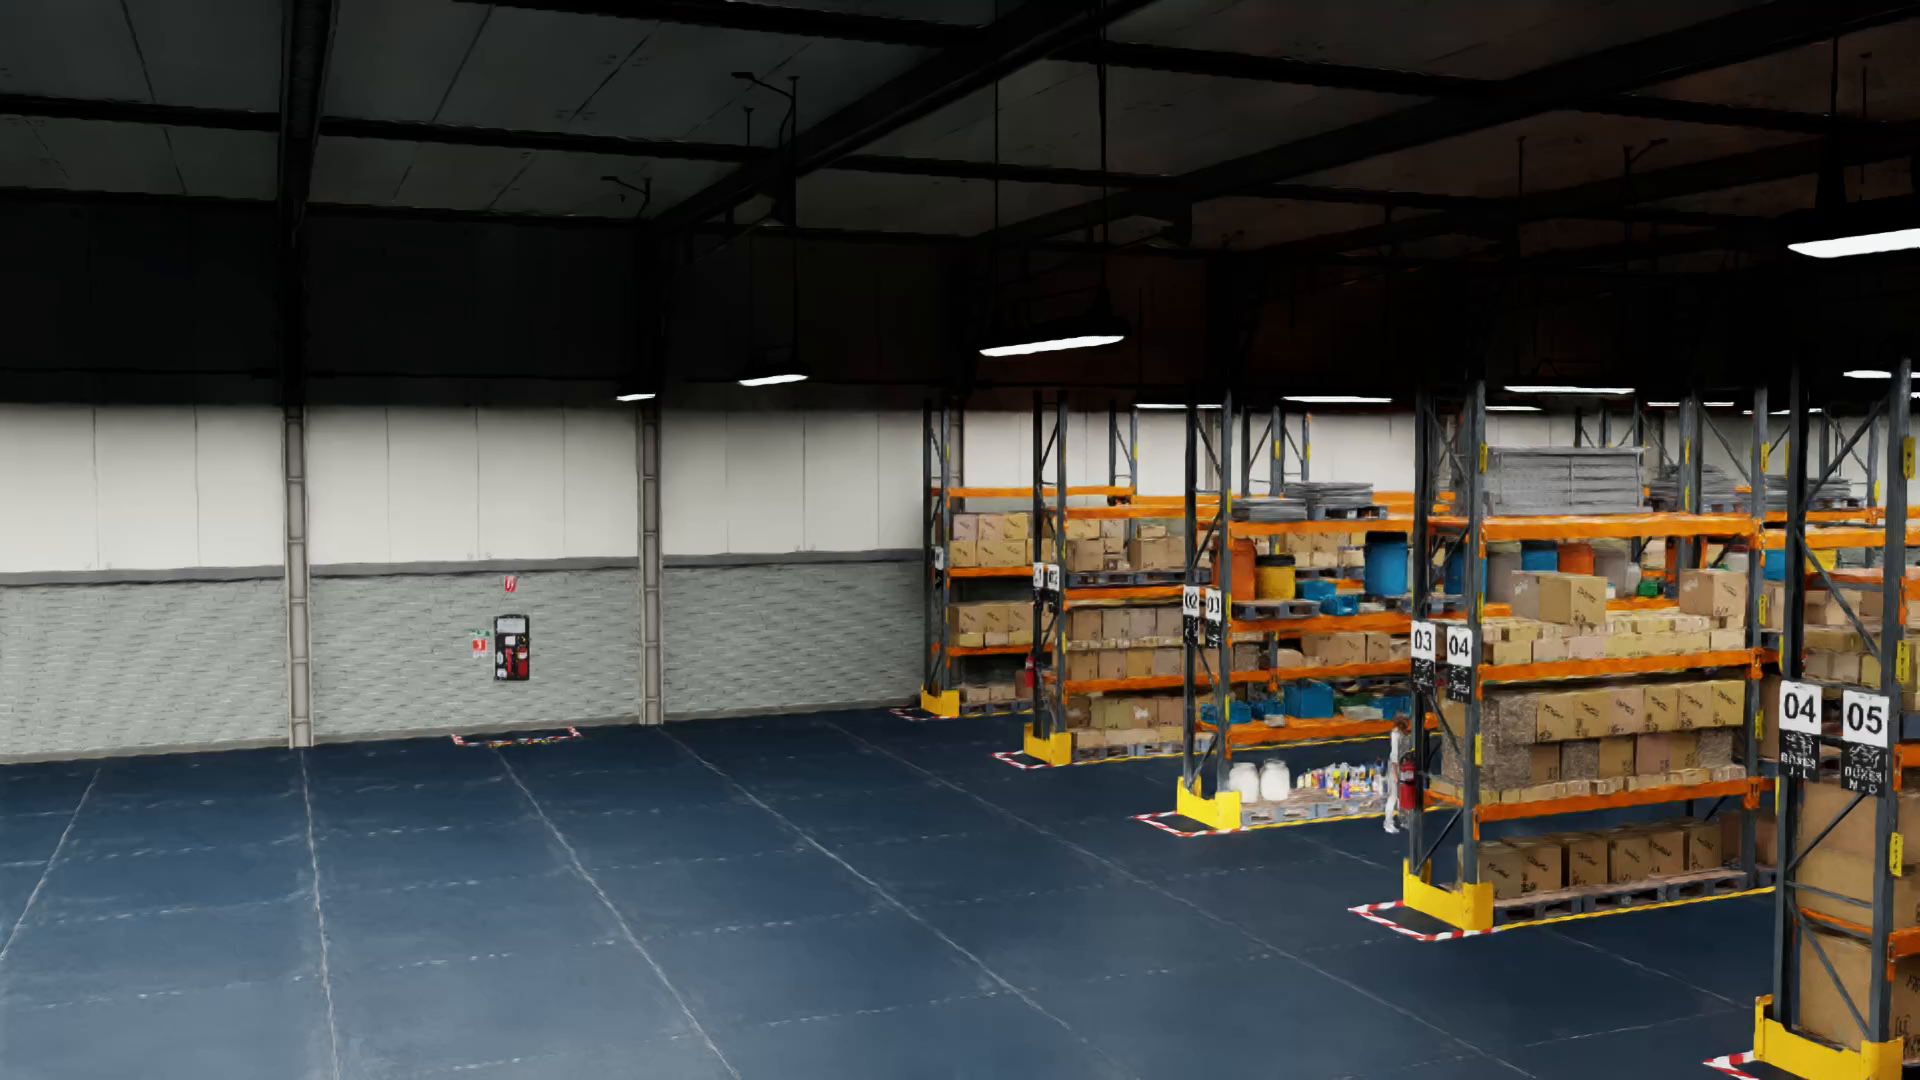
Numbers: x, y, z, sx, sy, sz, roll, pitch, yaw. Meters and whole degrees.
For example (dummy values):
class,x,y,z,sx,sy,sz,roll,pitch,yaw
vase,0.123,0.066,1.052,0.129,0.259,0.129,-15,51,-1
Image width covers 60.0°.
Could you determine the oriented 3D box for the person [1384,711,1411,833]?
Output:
class,x,y,z,sx,sy,sz,roll,pitch,yaw
person,5.843,3.057,21.996,0.399,1.602,0.469,2,4,35
